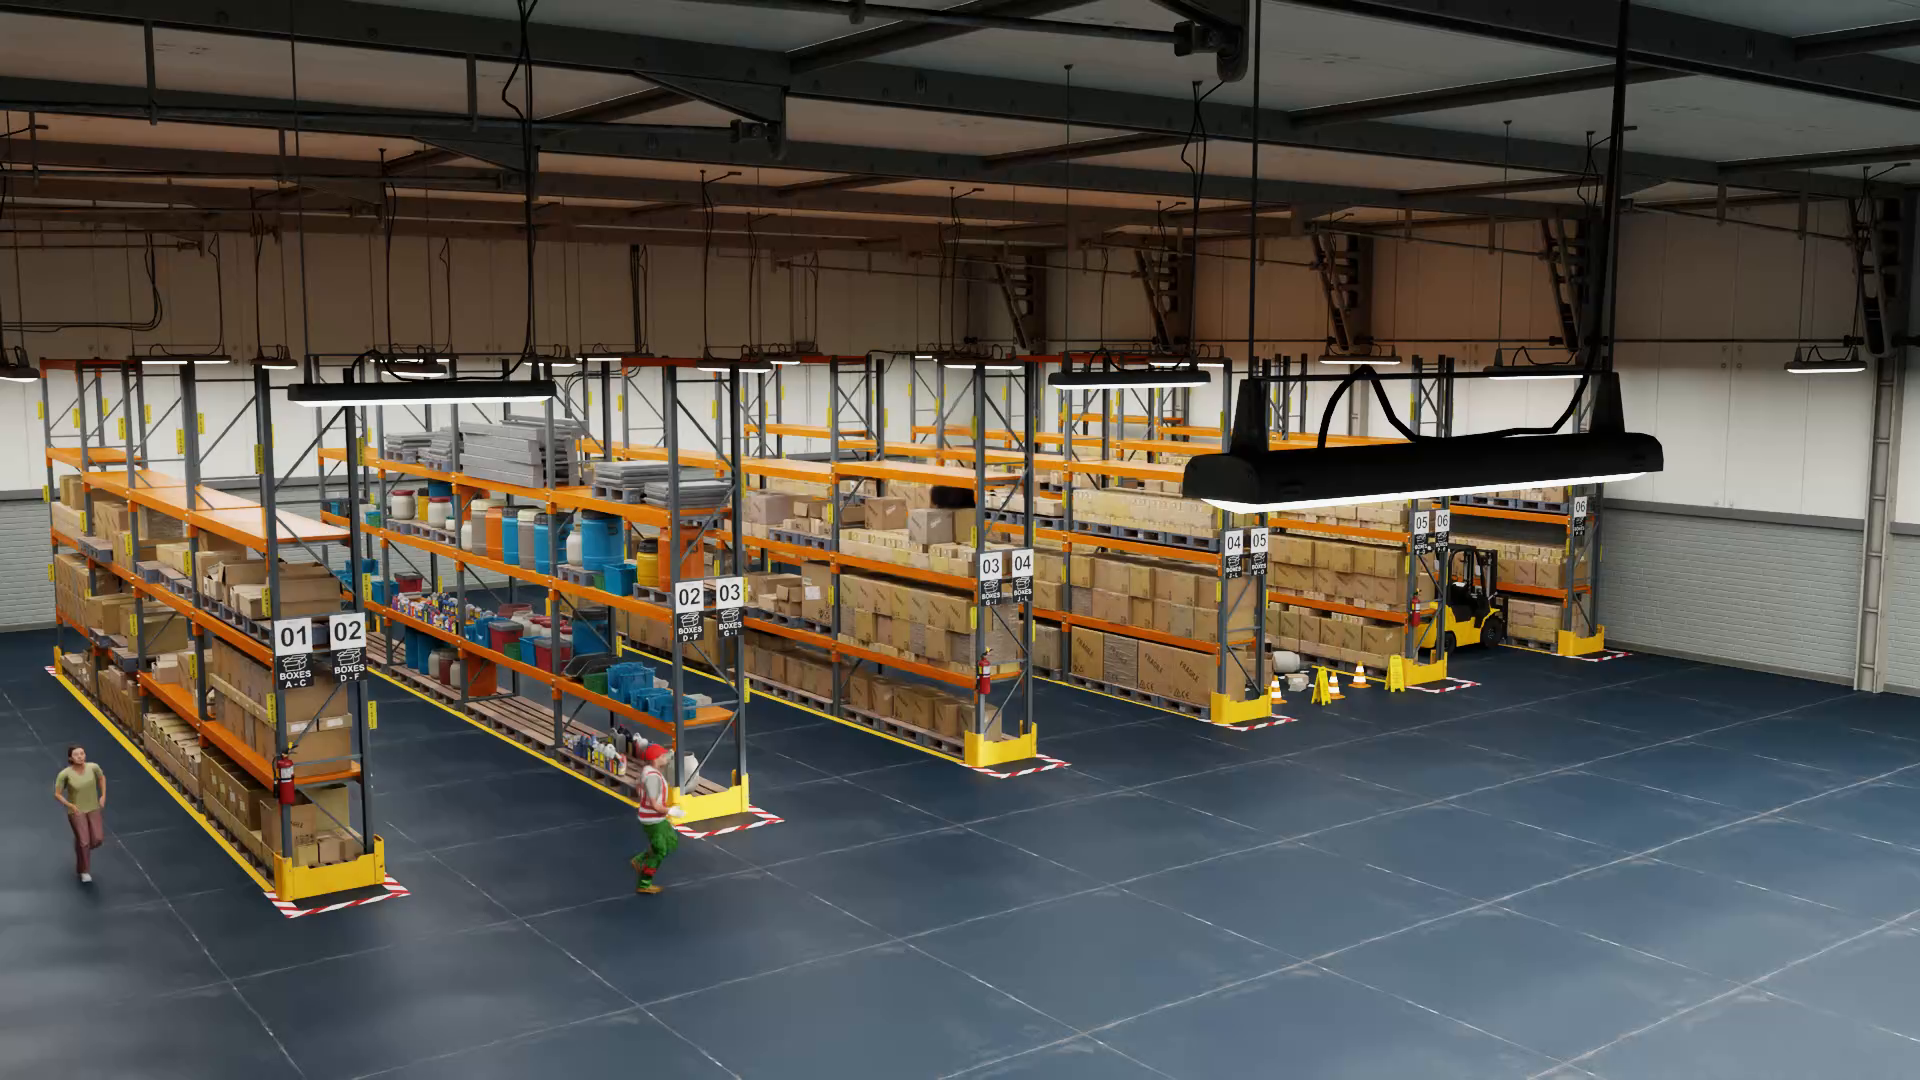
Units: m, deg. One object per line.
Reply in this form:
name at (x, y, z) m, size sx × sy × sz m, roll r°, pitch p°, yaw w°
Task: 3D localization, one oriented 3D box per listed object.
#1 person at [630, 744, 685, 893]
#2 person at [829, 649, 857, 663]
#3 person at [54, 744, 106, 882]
person at (-3.476, 3.186, 19.084) m, size 0.632 × 1.731 × 0.662 m, roll -1°, pitch 7°, yaw -12°
person at (-2.185, 1.654, 31.908) m, size 0.674 × 1.768 × 0.733 m, roll -7°, pitch 9°, yaw -44°
person at (-10.326, 3.189, 19.562) m, size 0.621 × 1.635 × 0.592 m, roll 7°, pitch 10°, yaw 45°
